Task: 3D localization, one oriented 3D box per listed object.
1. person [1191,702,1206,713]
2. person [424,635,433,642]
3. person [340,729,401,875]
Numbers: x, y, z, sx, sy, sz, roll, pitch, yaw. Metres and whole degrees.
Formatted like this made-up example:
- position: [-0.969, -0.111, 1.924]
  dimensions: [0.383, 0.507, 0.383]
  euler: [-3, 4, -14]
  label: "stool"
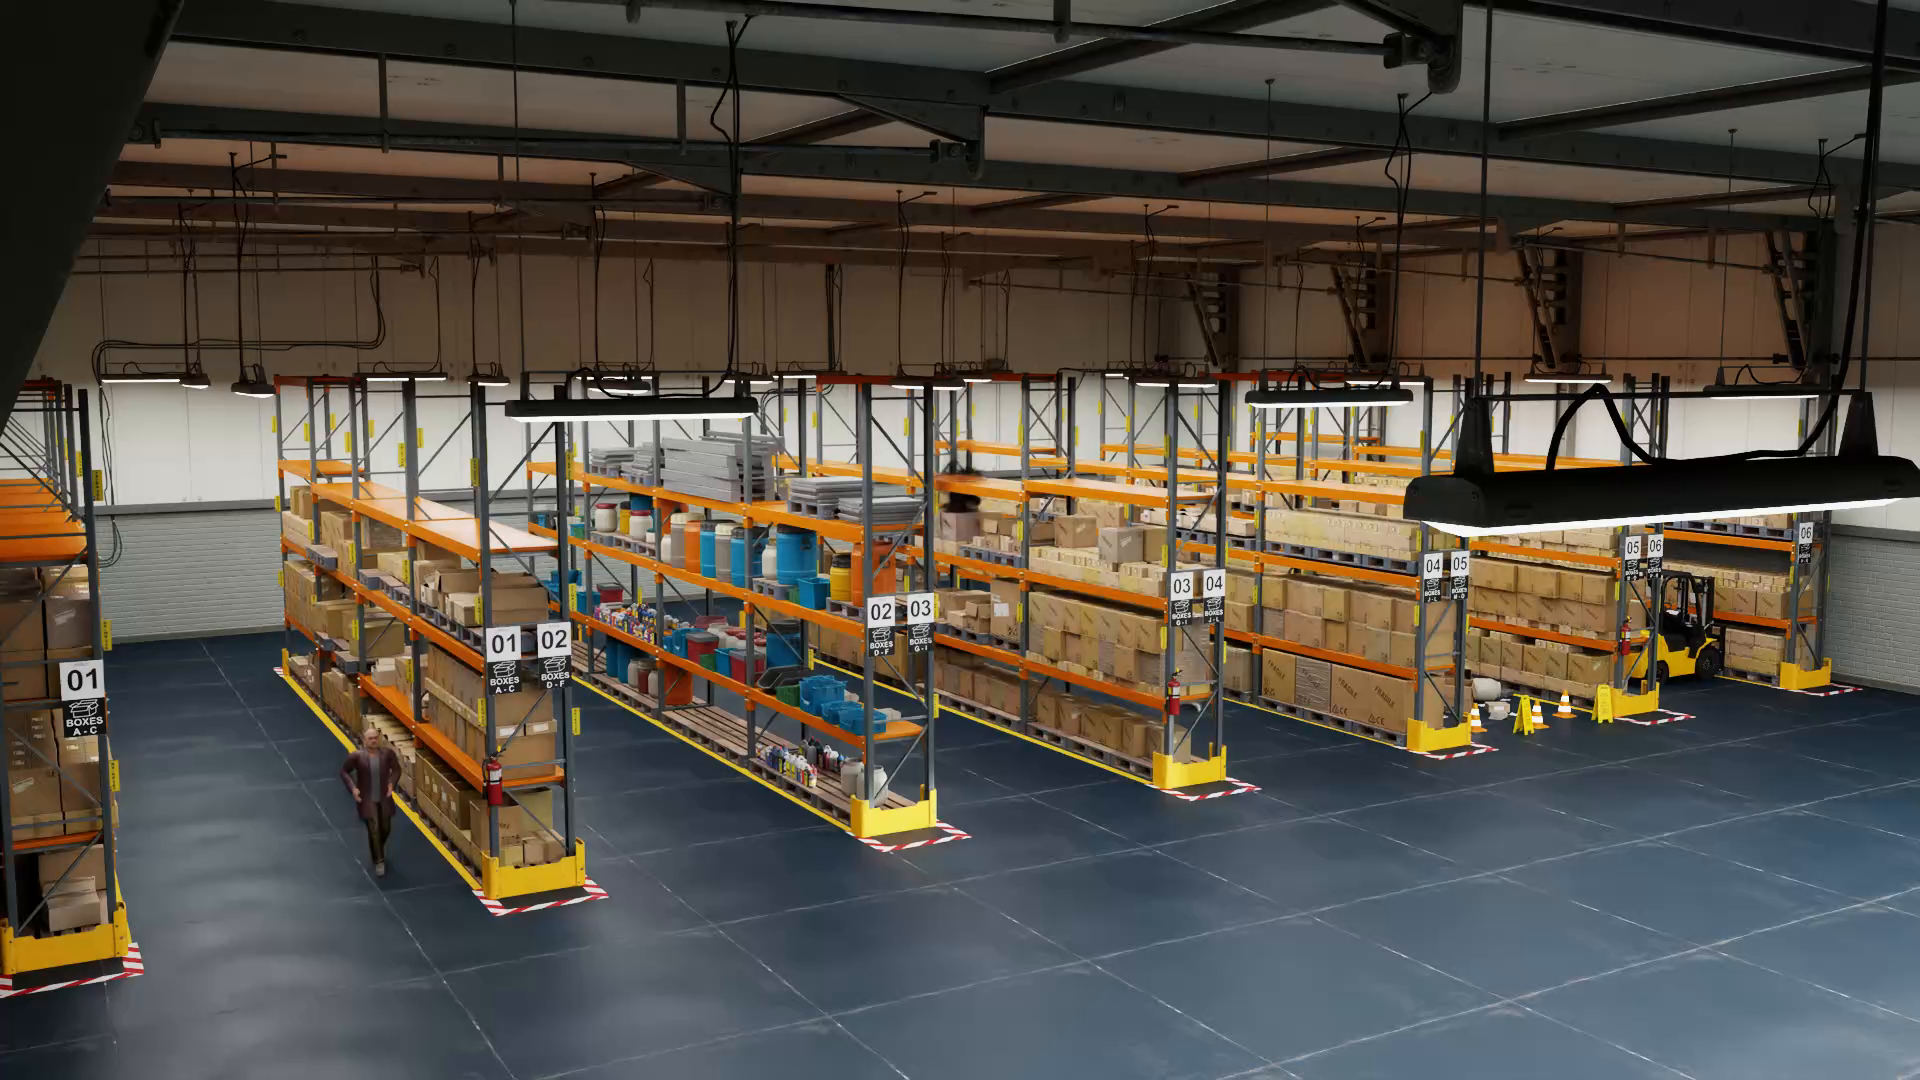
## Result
- position: [4.066, 2.158, 29.996]
  dimensions: [0.705, 1.847, 0.897]
  euler: [-4, 7, -33]
  label: "person"
- position: [-10.115, 1.949, 32.344]
  dimensions: [0.694, 1.729, 0.640]
  euler: [6, 9, 44]
  label: "person"
- position: [-7.285, 3.208, 20.622]
  dimensions: [0.720, 1.762, 0.795]
  euler: [-4, 7, -30]
  label: "person"
